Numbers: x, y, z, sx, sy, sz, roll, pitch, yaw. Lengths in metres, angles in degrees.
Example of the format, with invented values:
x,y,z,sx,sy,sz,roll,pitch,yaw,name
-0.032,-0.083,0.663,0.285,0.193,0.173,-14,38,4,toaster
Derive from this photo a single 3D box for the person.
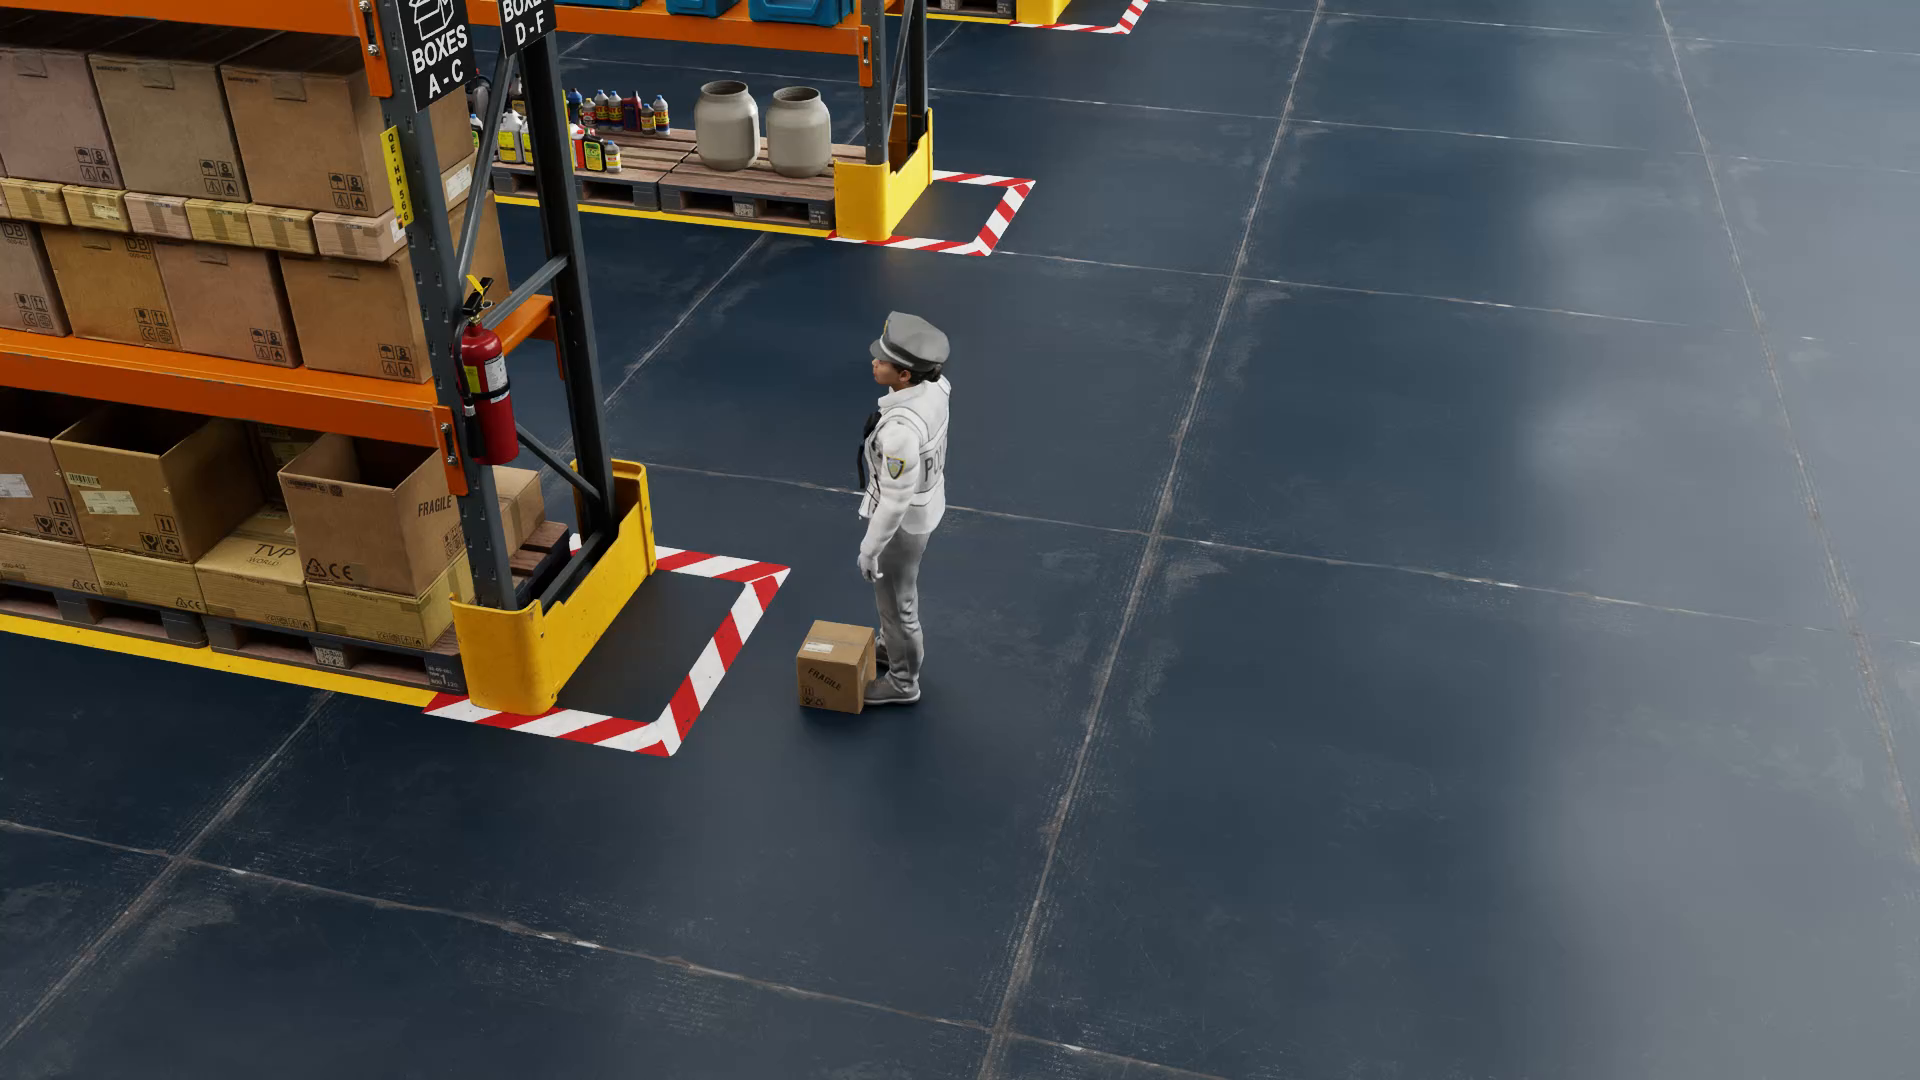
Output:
x,y,z,sx,sy,sz,roll,pitch,yaw,name
-0.286,-0.091,6.233,0.529,1.694,0.587,8,34,12,person
